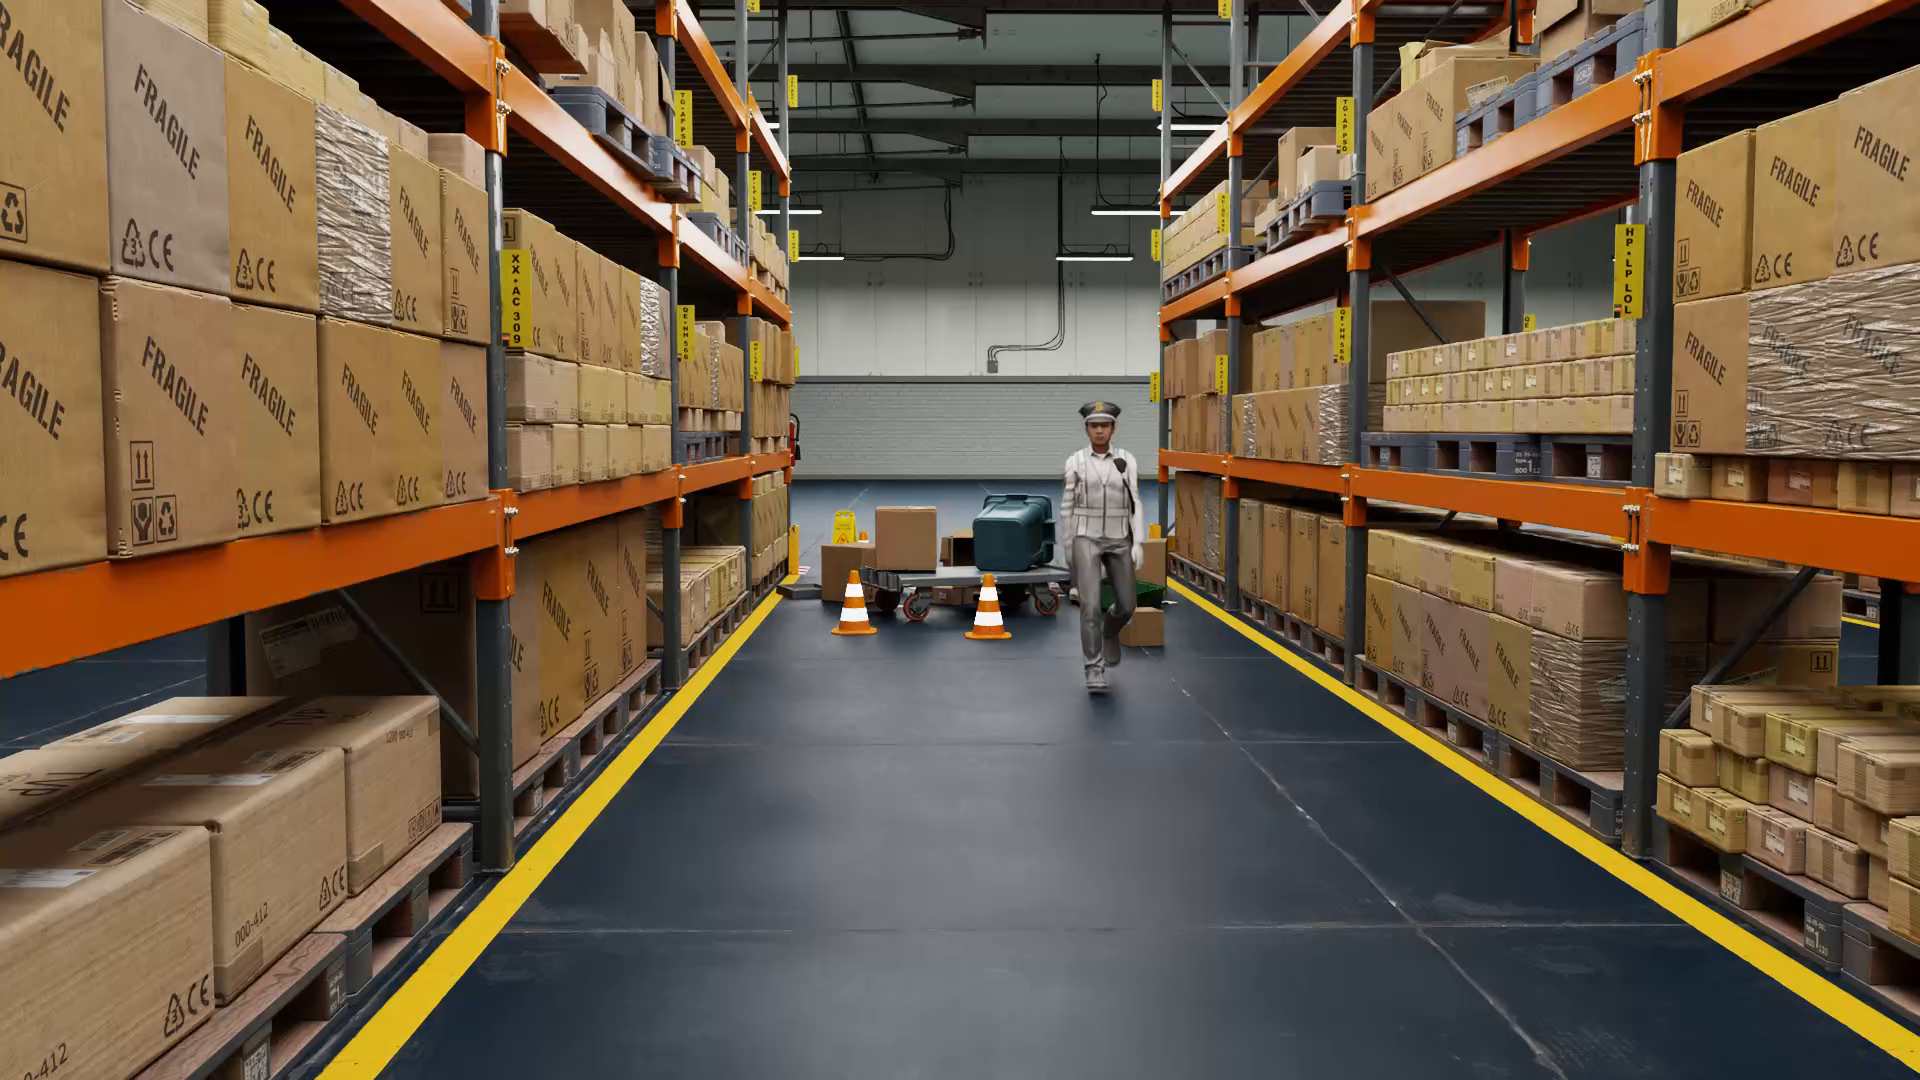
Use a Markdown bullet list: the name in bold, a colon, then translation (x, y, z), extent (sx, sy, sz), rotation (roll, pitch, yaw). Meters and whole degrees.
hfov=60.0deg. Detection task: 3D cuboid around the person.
- **person**: translation (0.836, 0.011, 9.827), extent (0.488, 1.662, 0.711), rotation (0, 4, -3)
